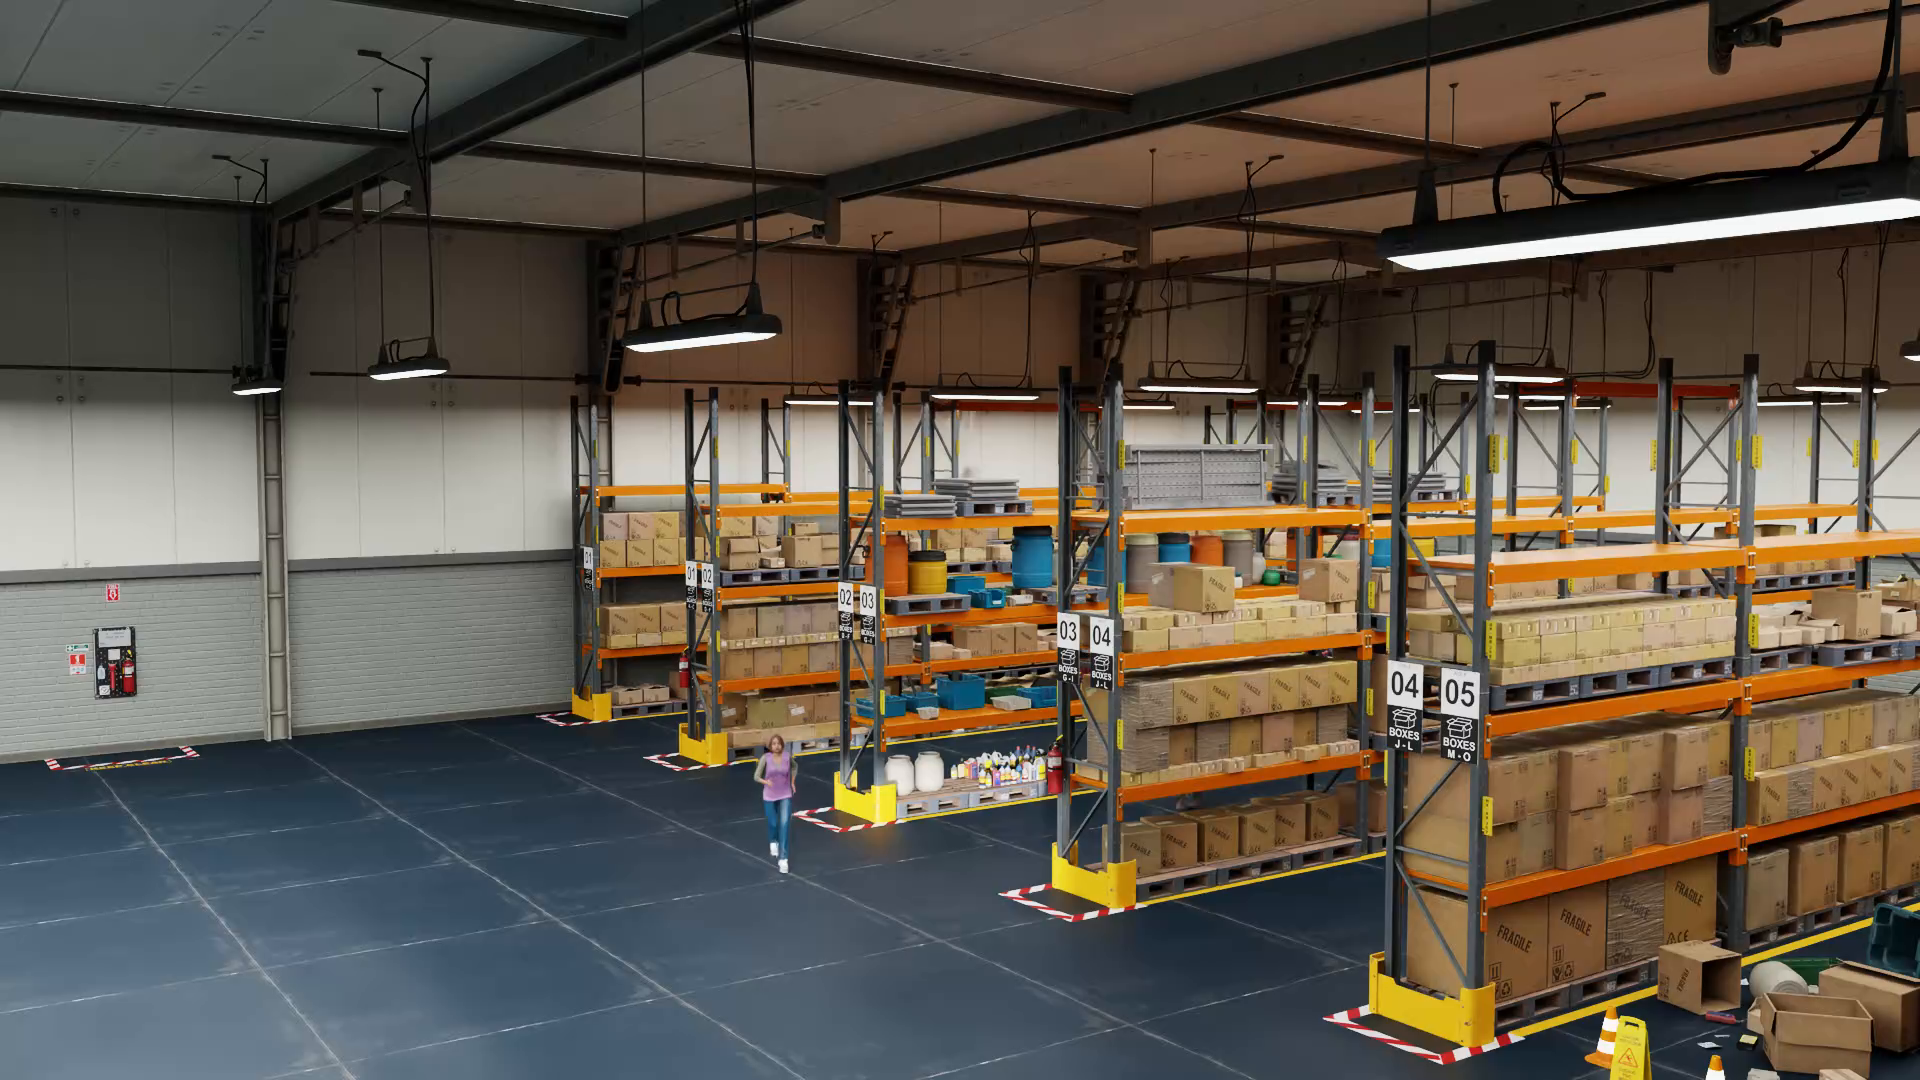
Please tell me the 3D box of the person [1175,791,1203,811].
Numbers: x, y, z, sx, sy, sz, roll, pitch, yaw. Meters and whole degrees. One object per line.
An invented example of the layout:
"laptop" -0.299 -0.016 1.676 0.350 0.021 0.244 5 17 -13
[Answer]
"person" 3.161 2.959 23.130 0.549 1.672 0.695 3 4 39

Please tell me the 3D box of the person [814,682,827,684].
"person" -2.616 2.453 30.815 0.707 1.734 0.647 3 5 44

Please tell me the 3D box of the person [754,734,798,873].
"person" -2.220 3.134 20.105 0.540 1.601 0.877 0 3 -8
